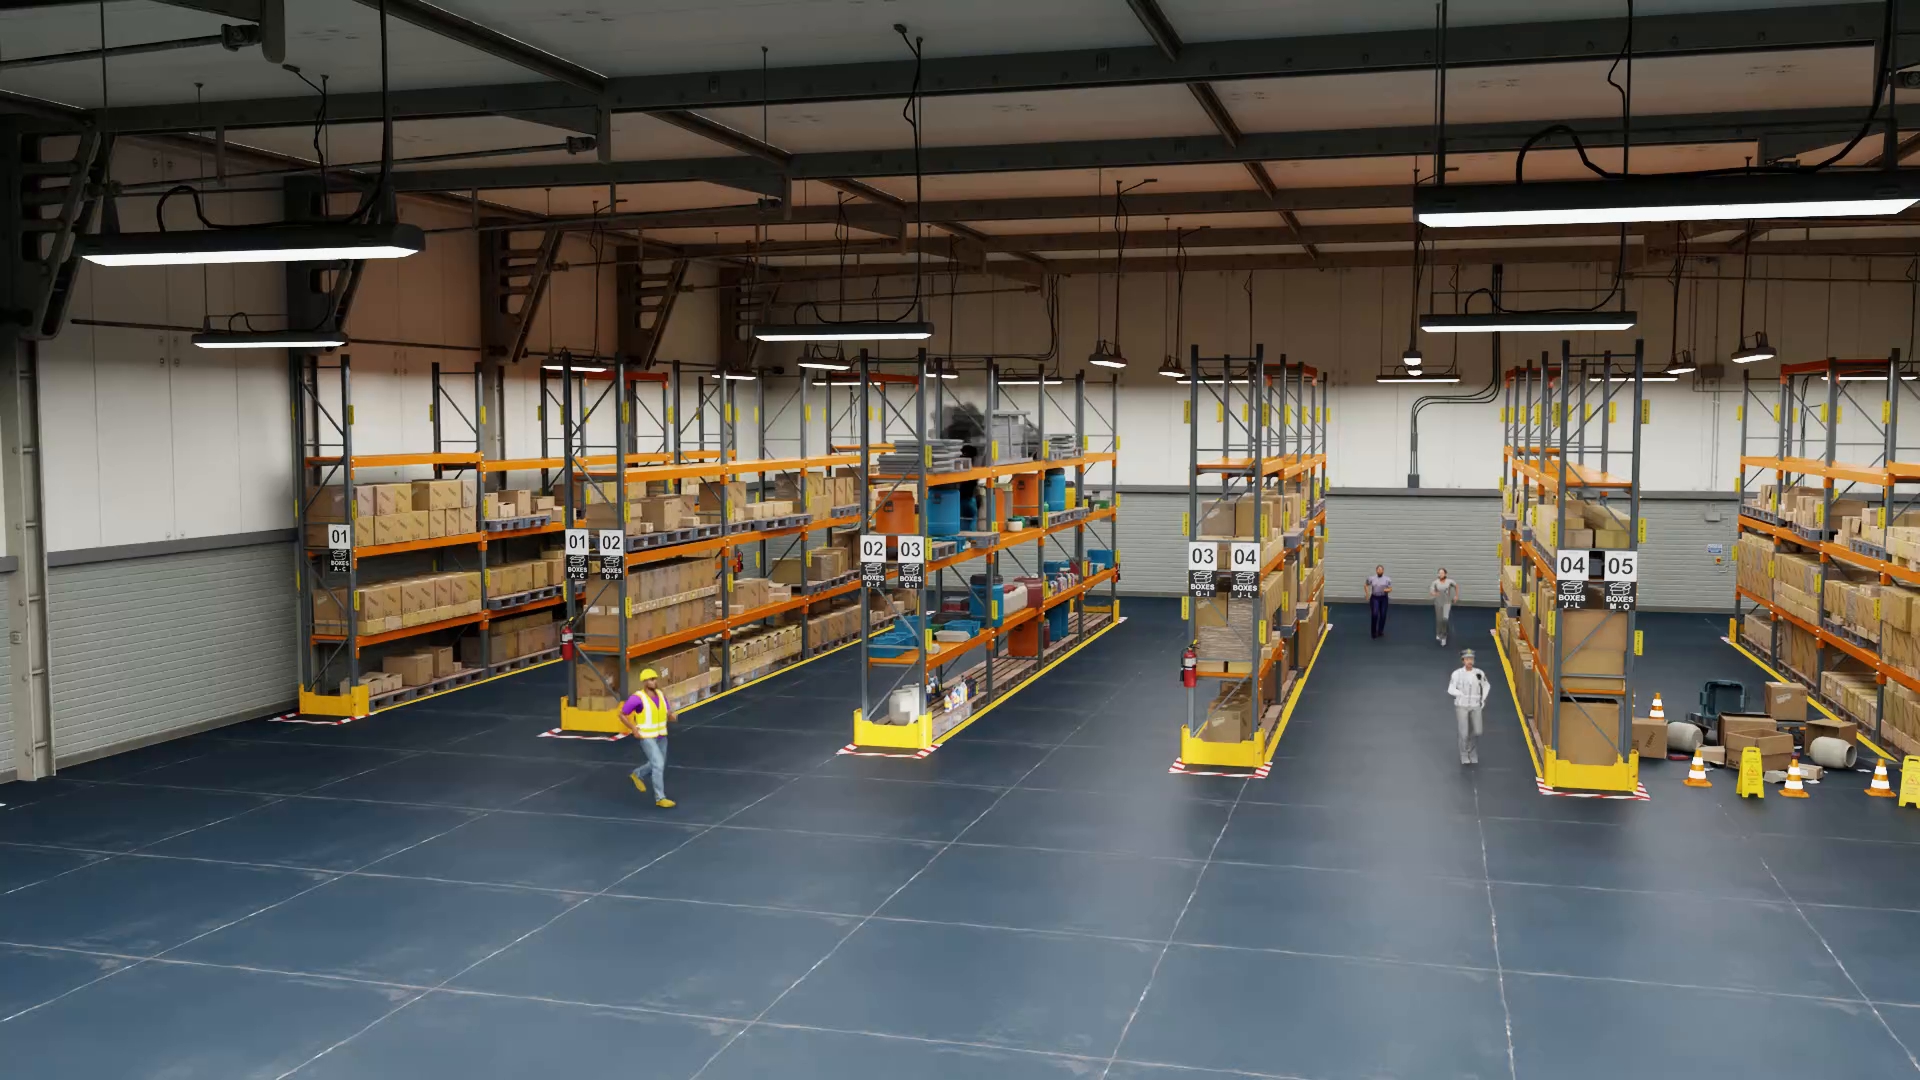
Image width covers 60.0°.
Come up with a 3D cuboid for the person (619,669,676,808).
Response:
[{"bbox_3d":[-3.981,2.526,21.382,0.901,1.744,0.714,3,5,36],"label":"person"}]

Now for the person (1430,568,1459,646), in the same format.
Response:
[{"bbox_3d":[10.572,1.448,36.334,0.571,1.699,0.877,2,5,24],"label":"person"}]

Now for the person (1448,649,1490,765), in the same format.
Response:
[{"bbox_3d":[7.265,2.386,23.681,0.599,1.666,0.577,1,4,9],"label":"person"}]

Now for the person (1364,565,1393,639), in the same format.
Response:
[{"bbox_3d":[9.391,1.399,37.284,0.581,1.683,0.708,0,4,5],"label":"person"}]
